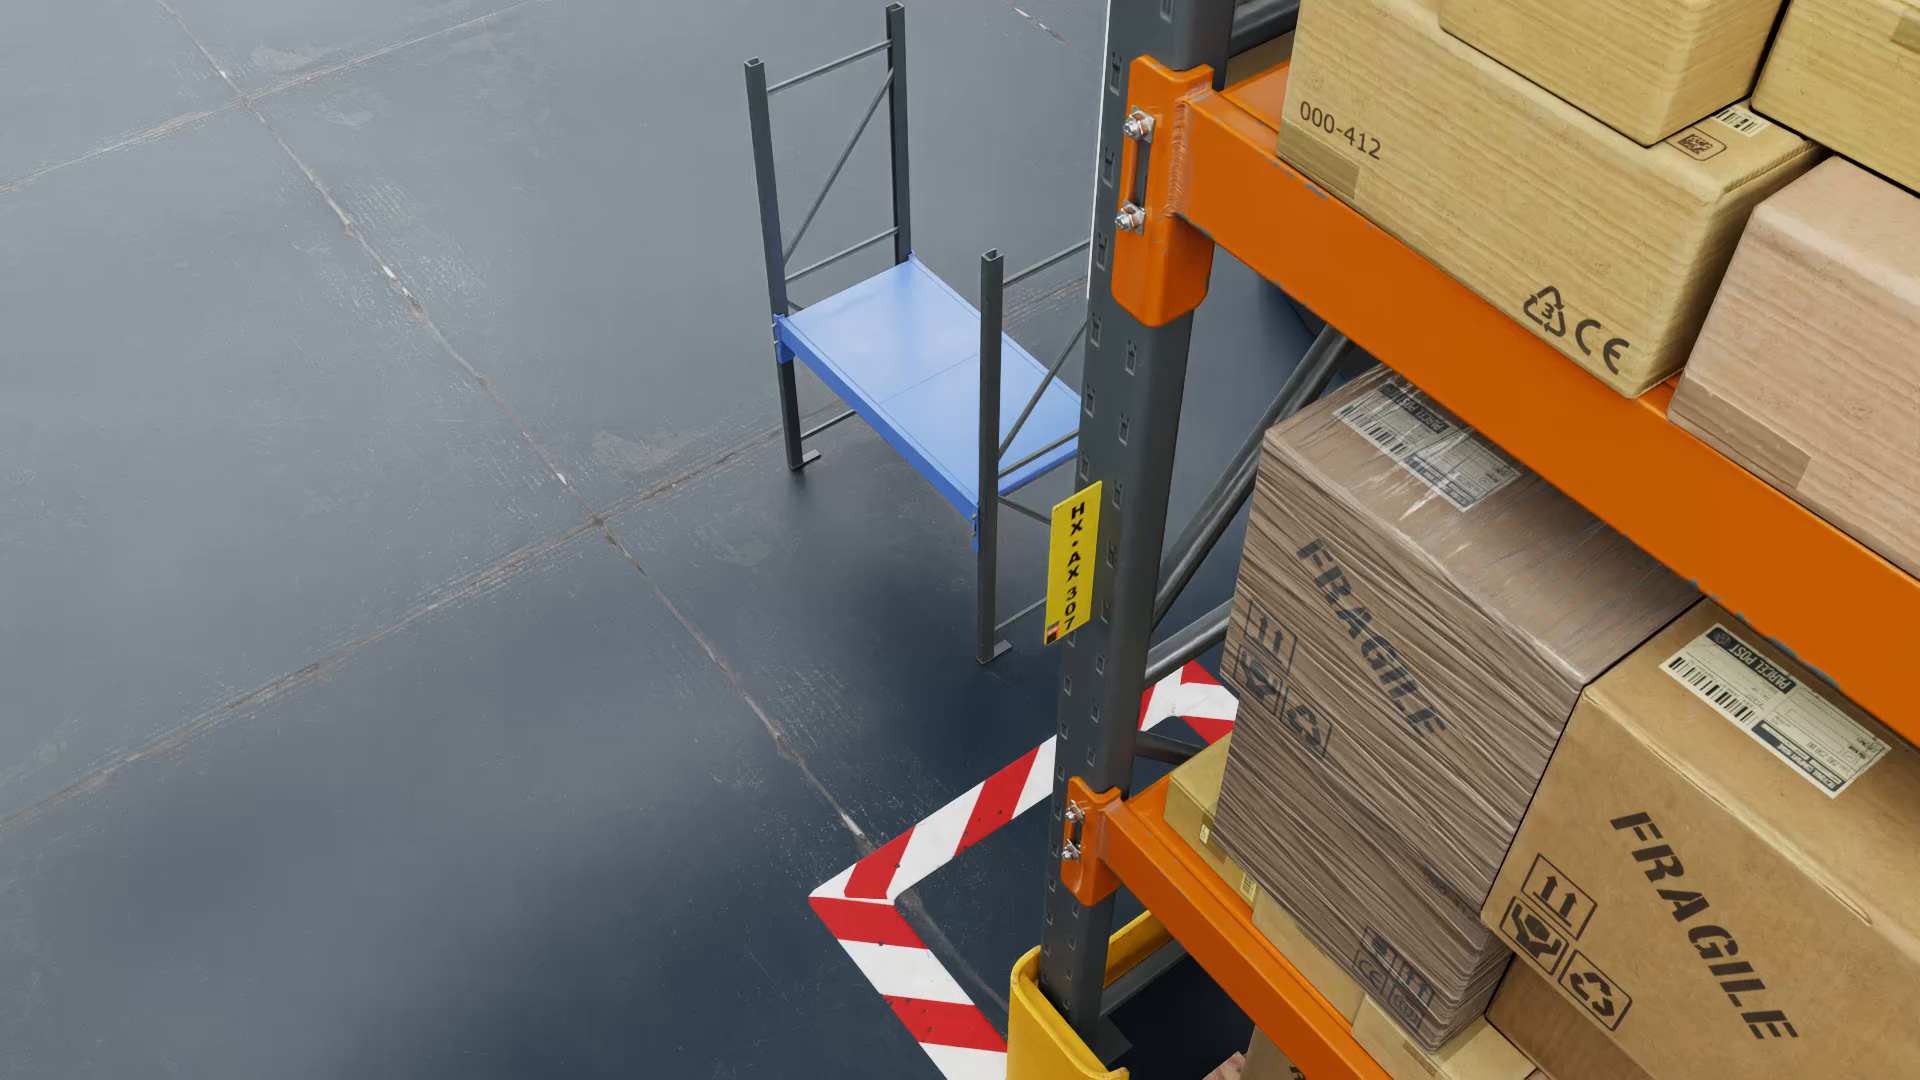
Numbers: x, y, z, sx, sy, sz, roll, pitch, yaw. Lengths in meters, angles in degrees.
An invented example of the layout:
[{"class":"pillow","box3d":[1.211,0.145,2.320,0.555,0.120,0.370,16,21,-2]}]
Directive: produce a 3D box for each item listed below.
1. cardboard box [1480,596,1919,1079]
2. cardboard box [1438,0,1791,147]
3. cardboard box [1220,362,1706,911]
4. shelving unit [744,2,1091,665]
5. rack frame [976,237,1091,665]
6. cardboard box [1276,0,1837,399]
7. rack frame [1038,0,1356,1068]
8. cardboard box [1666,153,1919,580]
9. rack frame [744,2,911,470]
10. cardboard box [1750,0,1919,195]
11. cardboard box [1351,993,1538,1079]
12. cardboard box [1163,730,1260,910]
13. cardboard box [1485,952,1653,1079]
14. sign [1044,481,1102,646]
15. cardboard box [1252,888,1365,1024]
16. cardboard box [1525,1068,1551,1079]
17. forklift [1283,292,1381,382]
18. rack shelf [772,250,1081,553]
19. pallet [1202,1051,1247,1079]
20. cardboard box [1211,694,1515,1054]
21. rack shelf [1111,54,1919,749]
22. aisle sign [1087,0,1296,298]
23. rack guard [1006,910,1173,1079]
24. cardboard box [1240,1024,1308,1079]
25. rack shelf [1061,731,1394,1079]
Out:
[{"class":"cardboard box","box3d":[1.023,0.363,1.954,0.500,0.500,0.500,-29,54,-24]},{"class":"cardboard box","box3d":[0.673,-0.541,1.524,0.380,0.149,0.250,-28,54,-23]},{"class":"cardboard box","box3d":[0.726,0.065,2.224,0.500,0.500,0.500,-29,54,-24]},{"class":"shelving unit","box3d":[-0.052,-0.554,4.740,0.538,1.500,1.048,-29,54,-24]},{"class":"rack frame","box3d":[0.256,-0.254,4.468,0.500,1.500,0.032,-29,54,-24]},{"class":"cardboard box","box3d":[0.696,-0.470,1.728,0.500,0.250,0.500,-28,54,-23]},{"class":"rack frame","box3d":[0.610,0.087,3.146,1.000,3.000,0.127,-29,54,-24]},{"class":"cardboard box","box3d":[1.013,-0.168,1.455,0.500,0.250,0.500,-31,55,-25]},{"class":"rack frame","box3d":[-0.359,-0.854,5.012,0.500,1.500,0.032,-29,54,-24]},{"class":"cardboard box","box3d":[0.924,-0.448,1.439,0.380,0.149,0.250,-30,55,-25]},{"class":"cardboard box","box3d":[0.868,0.757,2.709,0.380,0.149,0.250,-29,54,-24]},{"class":"cardboard box","box3d":[0.593,0.447,2.990,0.380,0.149,0.250,-29,54,-24]},{"class":"cardboard box","box3d":[1.319,0.531,2.475,0.875,0.500,0.500,-29,54,-24]},{"class":"sign","box3d":[0.178,0.040,2.605,0.100,0.325,0.005,-29,54,-24]},{"class":"cardboard box","box3d":[0.729,0.603,2.848,0.380,0.149,0.250,-29,54,-24]},{"class":"cardboard box","box3d":[1.036,0.895,2.584,0.380,0.149,0.250,-29,54,-24]},{"class":"forklift","box3d":[2.663,-2.025,5.107,3.031,2.935,1.130,-14,49,-12]},{"class":"rack shelf","box3d":[-0.052,-0.433,4.873,0.538,0.185,1.000,-29,54,-24]},{"class":"pallet","box3d":[1.120,1.564,3.690,1.003,0.211,1.213,-29,54,-24]},{"class":"cardboard box","box3d":[0.921,0.290,2.694,0.875,0.500,0.500,-29,54,-24]},{"class":"rack shelf","box3d":[1.821,0.501,1.232,1.077,0.370,4.000,-29,54,-24]},{"class":"aisle sign","box3d":[0.334,-0.688,2.094,0.394,0.787,0.004,-29,54,-24]},{"class":"rack guard","box3d":[0.656,0.972,4.032,1.175,0.500,0.348,-29,54,-24]},{"class":"cardboard box","box3d":[0.975,1.162,3.576,0.500,0.500,0.500,-20,51,-17]},{"class":"rack shelf","box3d":[1.821,1.508,2.344,1.077,0.370,4.000,-29,54,-24]}]
